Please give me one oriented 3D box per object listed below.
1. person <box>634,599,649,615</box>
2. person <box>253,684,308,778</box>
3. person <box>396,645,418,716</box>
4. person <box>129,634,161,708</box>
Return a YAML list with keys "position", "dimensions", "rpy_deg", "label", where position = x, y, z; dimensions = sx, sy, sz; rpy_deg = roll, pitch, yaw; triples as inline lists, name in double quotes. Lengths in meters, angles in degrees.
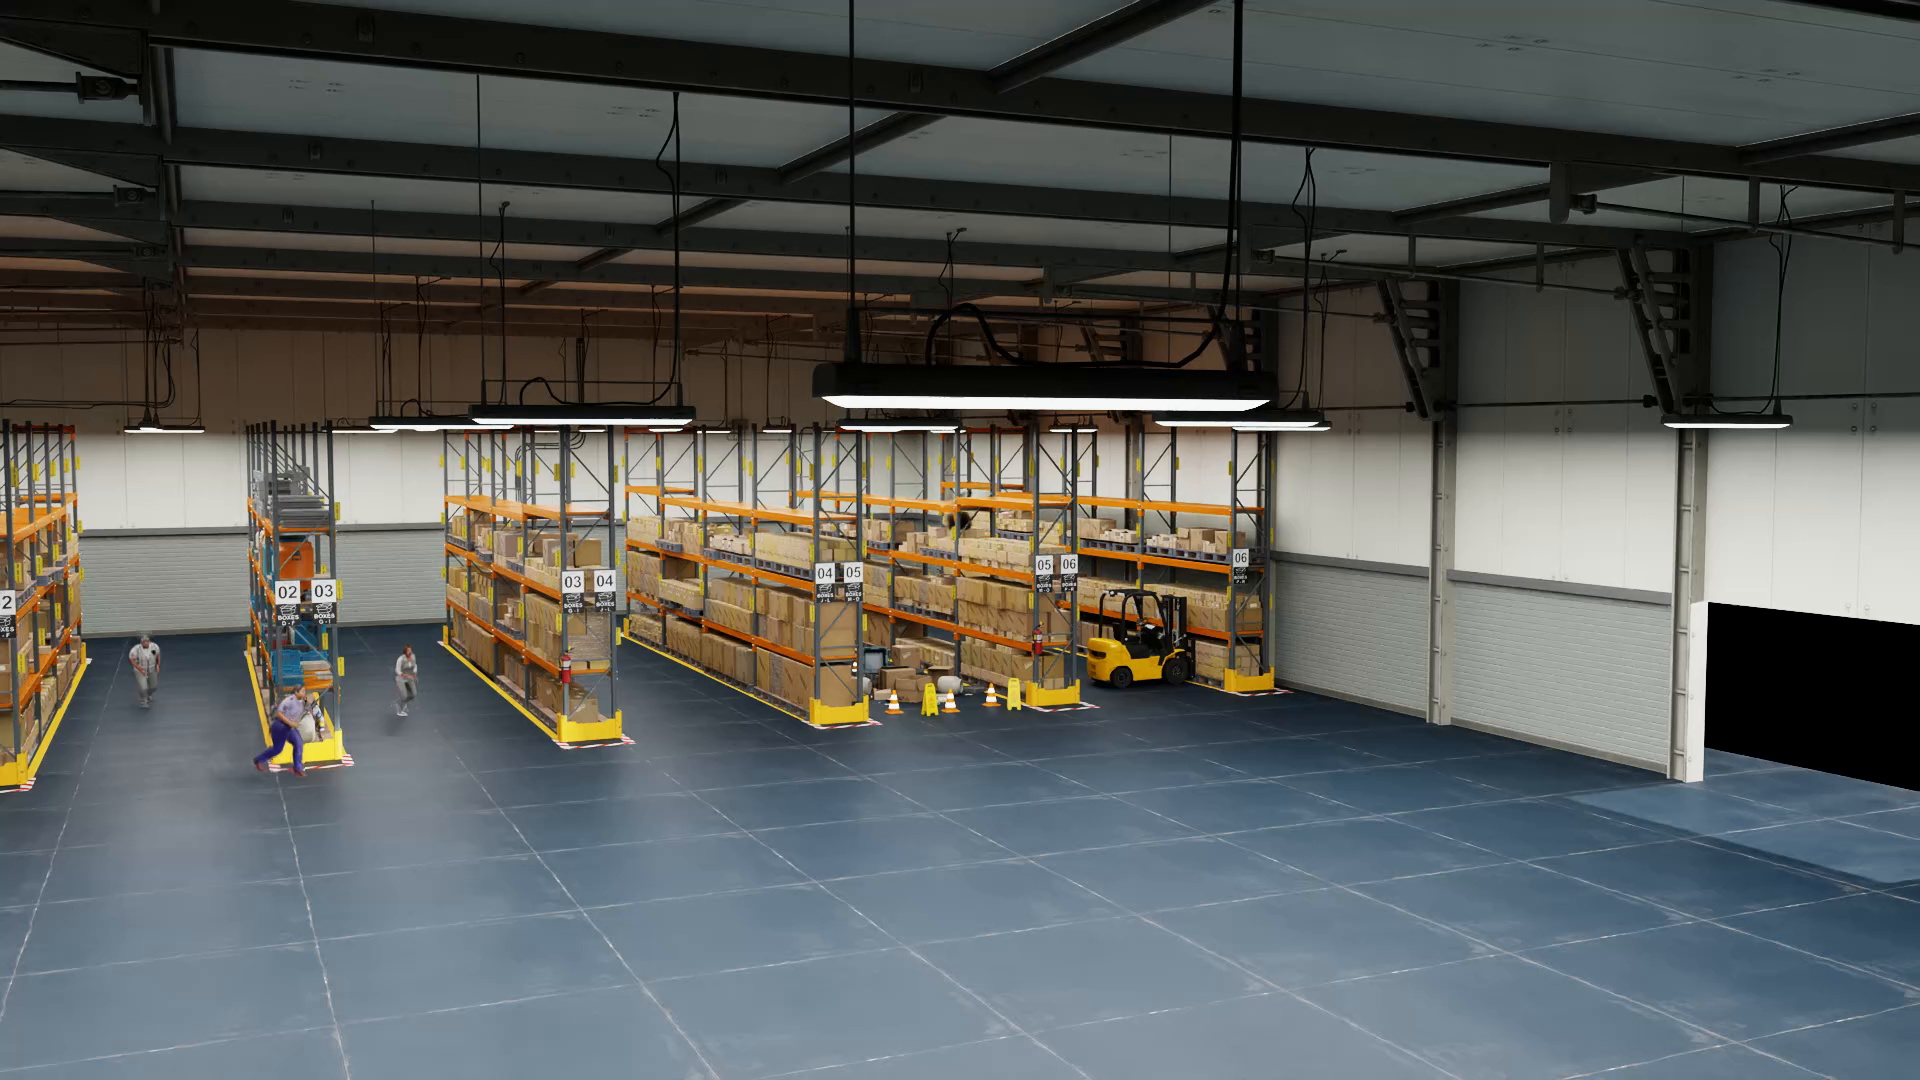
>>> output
- position: [-9.345, 1.828, 48.871]
  dimensions: [0.991, 1.618, 0.574]
  rpy_deg: [-3, 5, -41]
  label: "person"
- position: [-11.416, 3.212, 27.942]
  dimensions: [0.972, 1.614, 0.633]
  rpy_deg: [0, 4, 5]
  label: "person"
- position: [-11.311, 2.915, 33.926]
  dimensions: [0.707, 1.386, 0.524]
  rpy_deg: [3, 5, 39]
  label: "person"
- position: [-17.172, 2.739, 35.020]
  dimensions: [0.888, 1.588, 0.668]
  rpy_deg: [3, 5, 42]
  label: "person"
